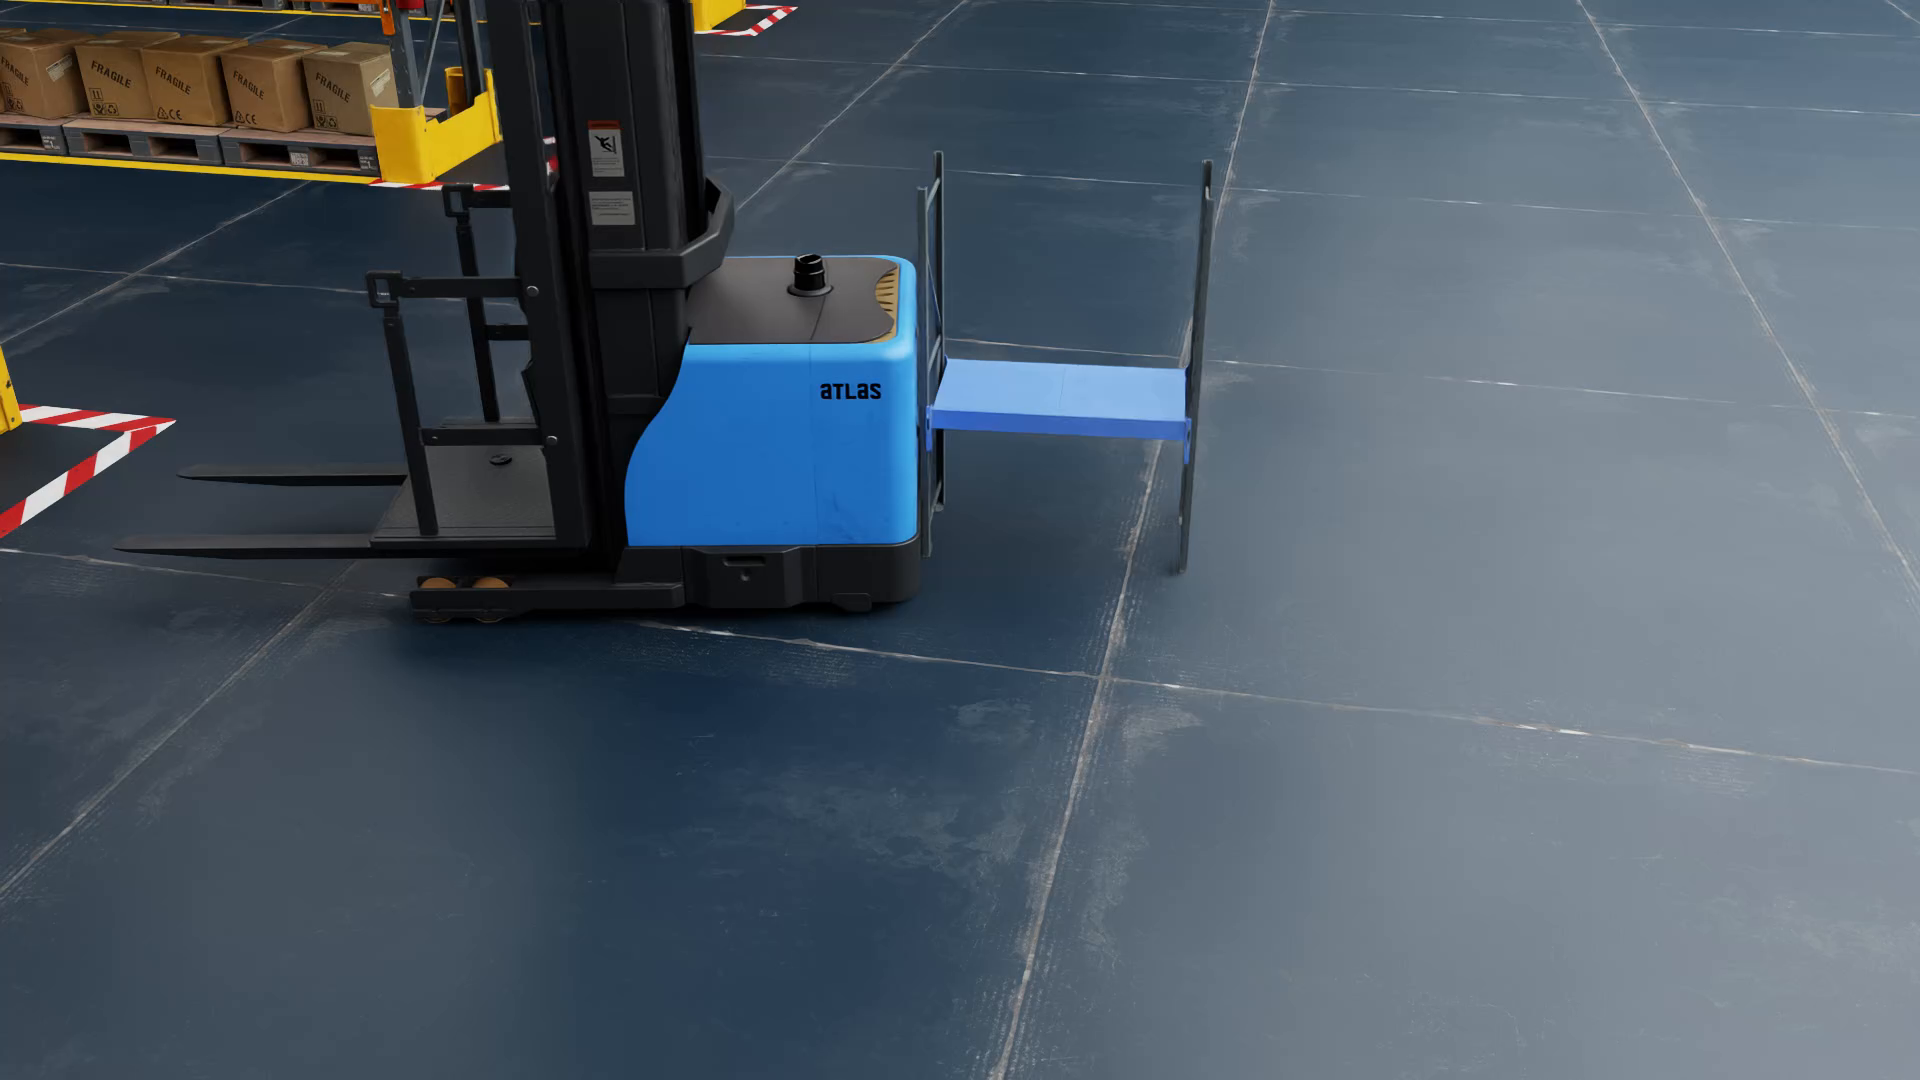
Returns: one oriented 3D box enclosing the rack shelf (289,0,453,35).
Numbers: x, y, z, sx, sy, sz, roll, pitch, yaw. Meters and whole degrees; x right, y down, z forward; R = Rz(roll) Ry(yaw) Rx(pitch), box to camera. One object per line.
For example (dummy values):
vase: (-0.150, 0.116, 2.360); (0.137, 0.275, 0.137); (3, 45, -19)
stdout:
rack shelf: (-5.484, -3.848, 11.405); (4.000, 0.370, 1.077); (6, 29, 11)

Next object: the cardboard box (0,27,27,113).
cardboard box: (-7.057, -3.393, 11.990); (0.500, 0.500, 0.500); (5, 29, 9)

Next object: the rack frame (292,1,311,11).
rack frame: (-6.305, -6.684, 15.834); (0.127, 3.000, 1.000); (6, 29, 11)

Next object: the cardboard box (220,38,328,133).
cardboard box: (-4.727, -3.165, 11.574); (0.500, 0.500, 0.500); (14, 32, 24)

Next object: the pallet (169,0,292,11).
pallet: (-7.075, -5.502, 16.581); (1.213, 0.211, 1.003); (6, 29, 11)

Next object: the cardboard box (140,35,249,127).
cardboard box: (-5.335, -3.237, 11.705); (0.500, 0.500, 0.500); (9, 30, 15)

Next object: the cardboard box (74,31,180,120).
cardboard box: (-5.871, -3.314, 11.845); (0.500, 0.500, 0.500); (3, 29, 6)

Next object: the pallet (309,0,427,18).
pallet: (-5.578, -5.347, 16.298); (1.213, 0.211, 1.003); (6, 29, 11)

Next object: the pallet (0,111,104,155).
pallet: (-6.775, -3.090, 12.175); (1.213, 0.211, 1.003); (6, 29, 11)

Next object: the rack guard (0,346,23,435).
rack guard: (-4.646, -0.526, 7.191); (0.348, 0.500, 1.175); (6, 29, 11)

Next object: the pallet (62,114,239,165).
pallet: (-5.579, -2.969, 11.954); (1.213, 0.211, 1.003); (6, 29, 11)

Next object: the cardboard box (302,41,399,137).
cardboard box: (-4.135, -3.121, 11.494); (0.500, 0.500, 0.500); (11, 31, 20)

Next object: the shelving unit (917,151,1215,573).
shelving unit: (0.397, -0.676, 6.423); (1.048, 1.500, 0.538); (3, 29, 6)

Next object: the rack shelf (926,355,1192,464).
rack shelf: (0.397, -0.518, 6.509); (1.000, 0.185, 0.538); (3, 29, 6)

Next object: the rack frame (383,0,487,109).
rack frame: (-3.528, -3.963, 10.866); (0.127, 3.000, 1.000); (6, 29, 11)

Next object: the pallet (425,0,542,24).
pallet: (-4.381, -5.226, 16.076); (1.213, 0.211, 1.003); (6, 29, 11)

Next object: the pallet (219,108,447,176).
pallet: (-4.389, -2.846, 11.728); (1.213, 0.211, 1.003); (6, 29, 11)

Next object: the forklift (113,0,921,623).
forklift: (-1.669, -1.232, 5.949); (3.031, 2.935, 1.130); (0, 29, -1)

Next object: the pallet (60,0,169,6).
pallet: (-8.272, -5.624, 16.802); (1.213, 0.211, 1.003); (6, 29, 11)

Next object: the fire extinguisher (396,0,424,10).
fire extinguisher: (-3.512, -3.701, 10.468); (0.183, 0.674, 0.296); (6, 29, 11)

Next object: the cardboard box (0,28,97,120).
cardboard box: (-6.495, -3.339, 11.892); (0.500, 0.500, 0.500); (16, 32, 26)

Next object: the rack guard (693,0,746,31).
rack guard: (-2.370, -5.184, 15.698); (0.348, 0.500, 1.175); (6, 29, 11)

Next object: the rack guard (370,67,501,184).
rack guard: (-3.602, -2.874, 11.480); (0.348, 0.500, 1.175); (6, 29, 11)

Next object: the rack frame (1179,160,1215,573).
rack frame: (0.902, -0.648, 6.371); (0.032, 1.500, 0.500); (3, 29, 6)

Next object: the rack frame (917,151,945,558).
rack frame: (-0.108, -0.704, 6.475); (0.032, 1.500, 0.500); (3, 29, 6)
